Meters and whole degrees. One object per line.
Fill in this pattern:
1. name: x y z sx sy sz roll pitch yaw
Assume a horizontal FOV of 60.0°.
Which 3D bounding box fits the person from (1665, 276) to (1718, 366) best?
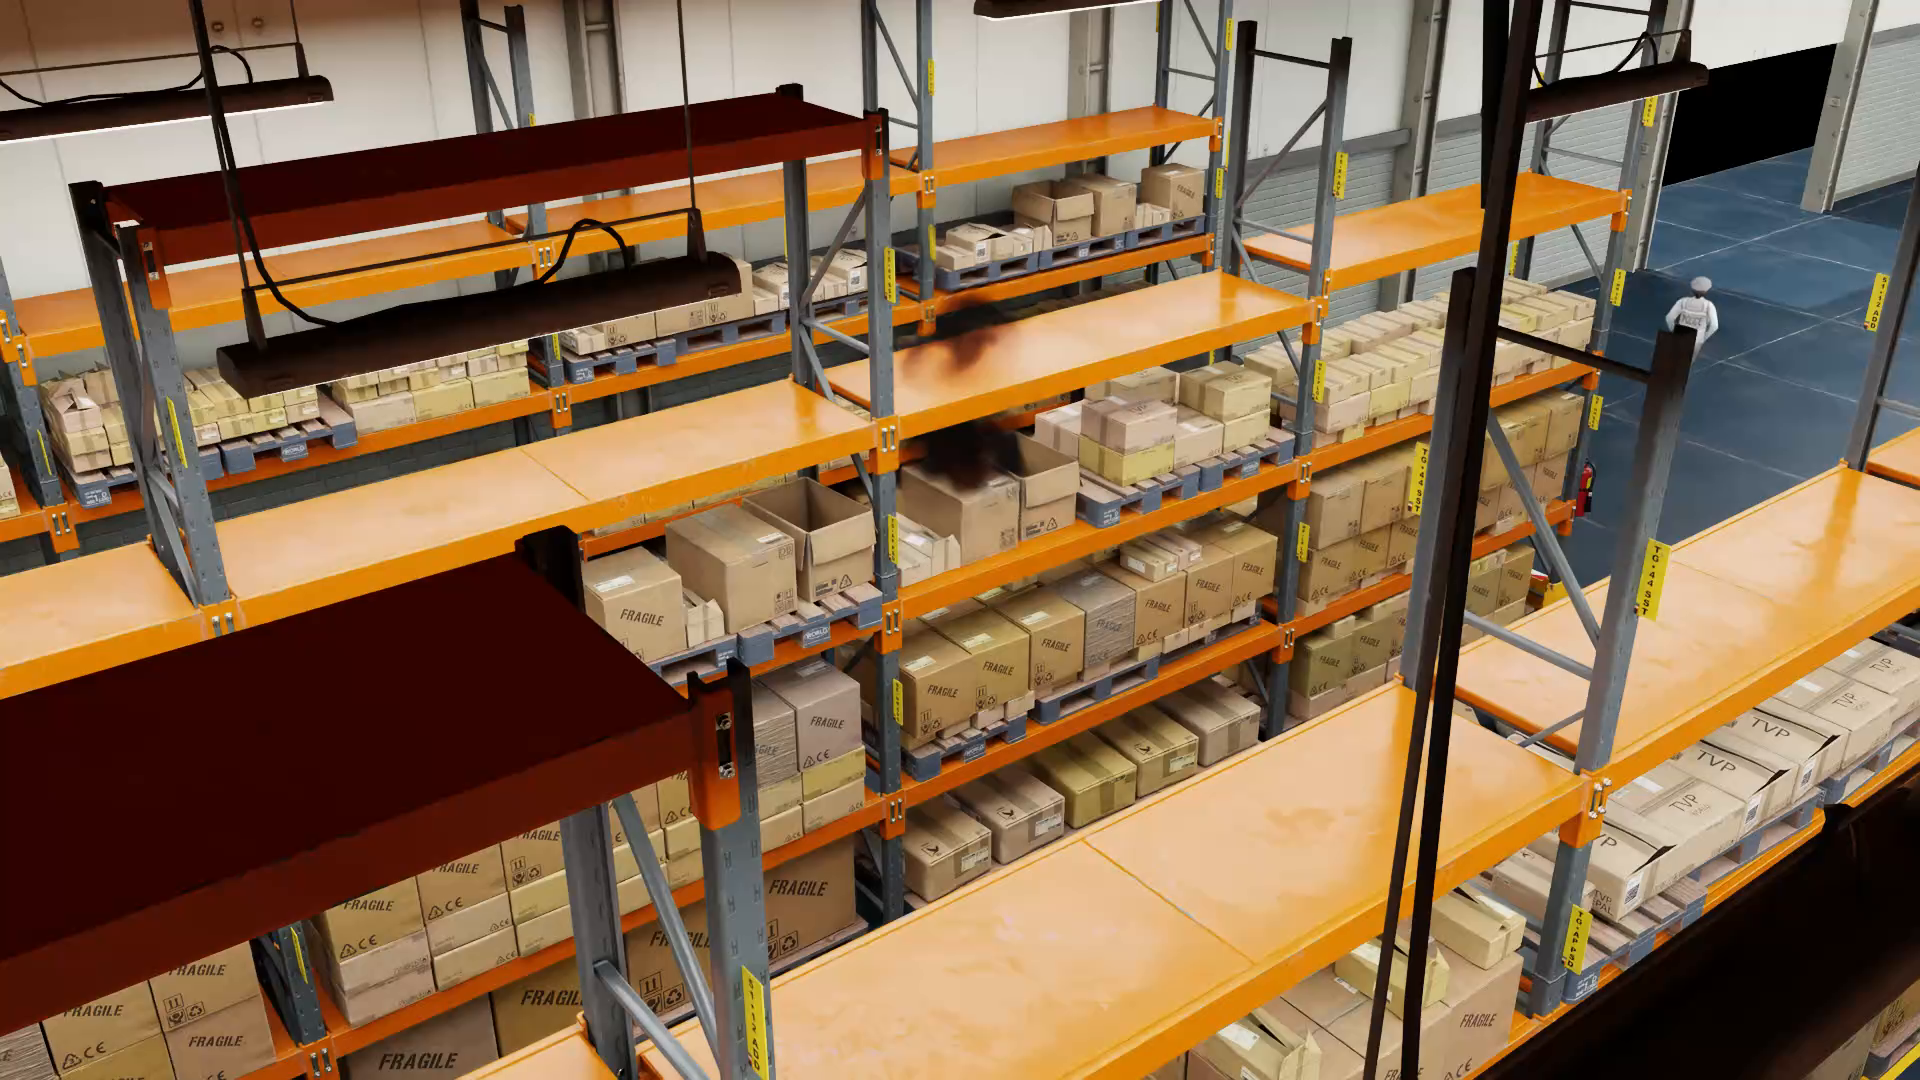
1. person: 9.405 -2.564 21.495 0.642 1.668 0.667 15 30 28
